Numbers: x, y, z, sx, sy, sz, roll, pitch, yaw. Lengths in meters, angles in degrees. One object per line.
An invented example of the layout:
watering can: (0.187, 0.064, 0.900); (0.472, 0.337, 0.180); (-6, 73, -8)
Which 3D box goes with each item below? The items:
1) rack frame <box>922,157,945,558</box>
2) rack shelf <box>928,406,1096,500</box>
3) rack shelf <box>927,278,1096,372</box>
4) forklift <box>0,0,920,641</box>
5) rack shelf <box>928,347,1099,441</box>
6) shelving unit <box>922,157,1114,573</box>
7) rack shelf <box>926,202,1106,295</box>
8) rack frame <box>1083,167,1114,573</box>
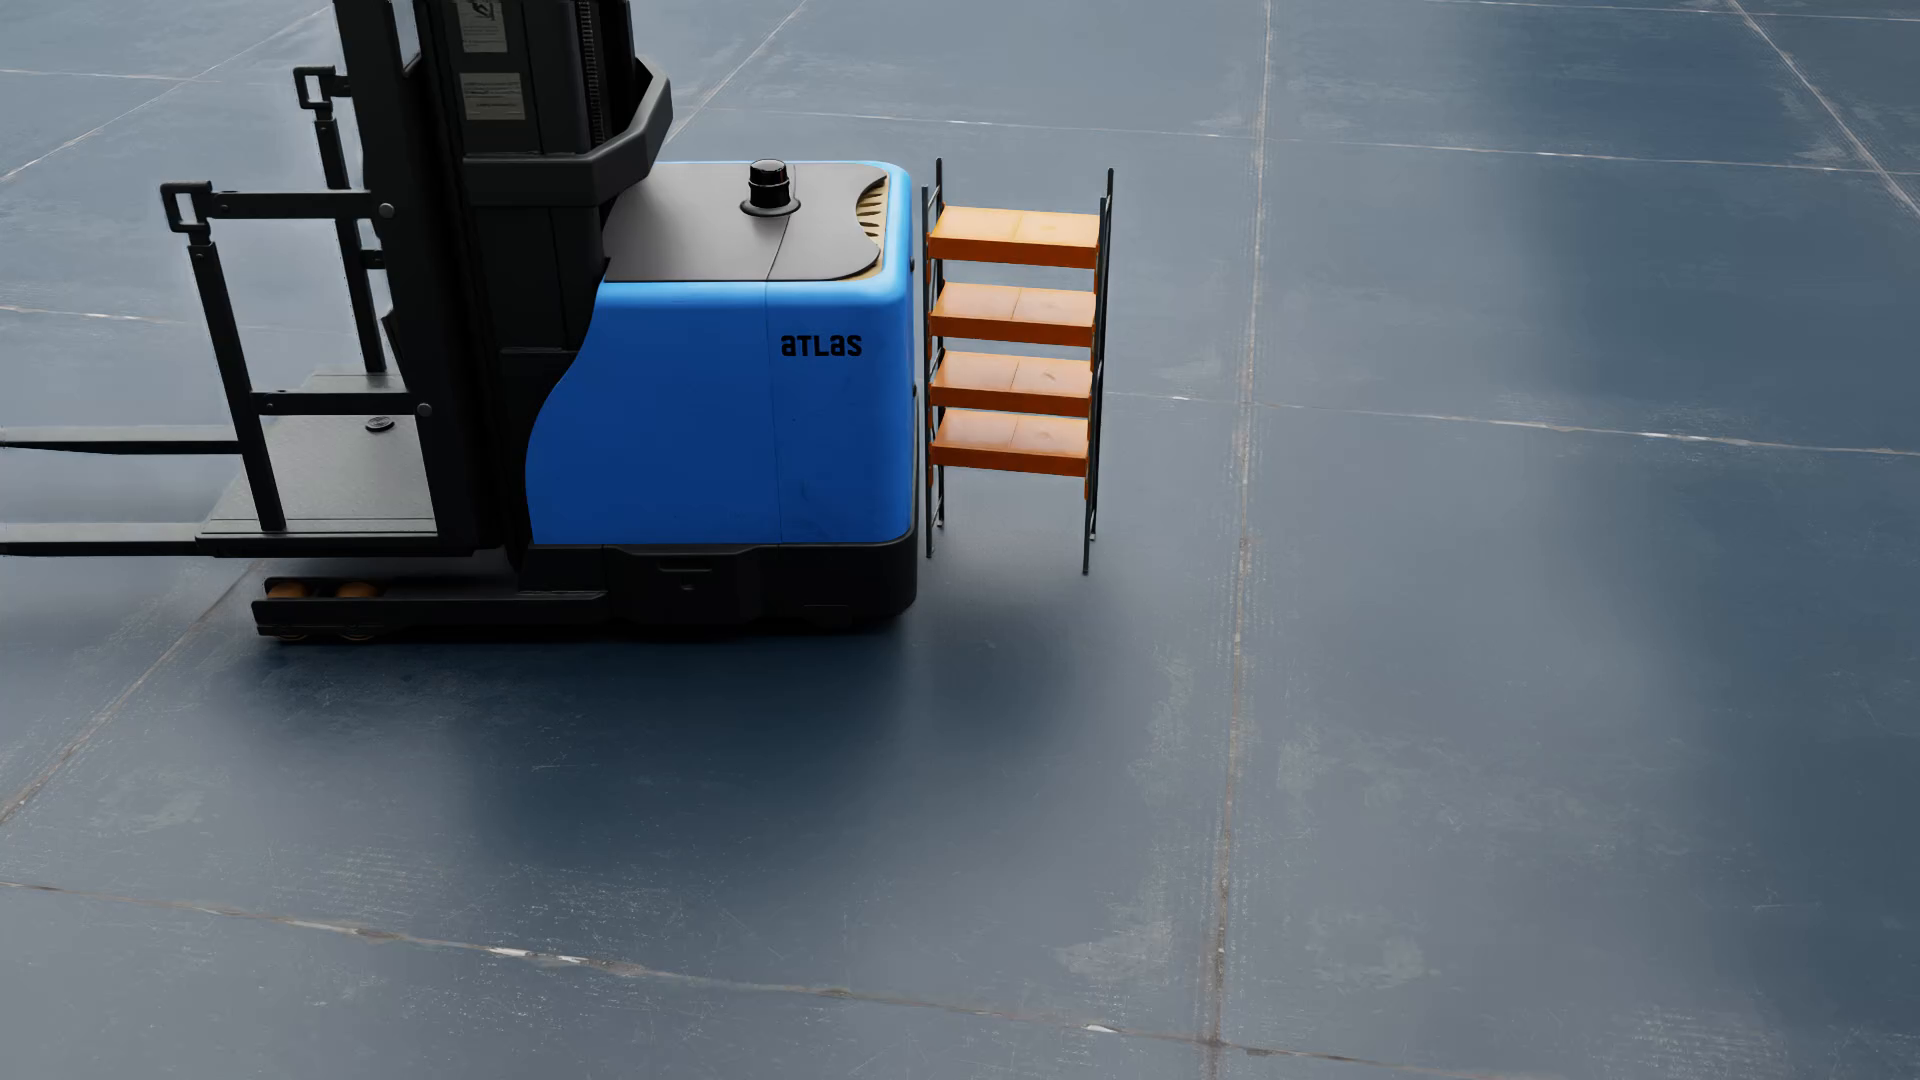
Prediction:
rack frame: (-0.077, -0.516, 4.943); (0.015, 1.200, 0.240); (5, 32, 8)
rack shelf: (0.163, -0.268, 5.049); (0.480, 0.148, 0.258); (5, 32, 8)
rack shelf: (0.163, -0.626, 4.825); (0.480, 0.148, 0.258); (5, 32, 8)
forklift: (-1.647, -1.234, 4.460); (3.031, 2.935, 1.130); (0, 32, 0)
rack shelf: (0.163, -0.437, 4.944); (0.480, 0.148, 0.258); (5, 32, 8)
shelving unit: (0.163, -0.494, 4.908); (0.503, 1.200, 0.258); (5, 32, 8)
rack shelf: (0.163, -0.827, 4.700); (0.480, 0.148, 0.258); (5, 32, 8)
rack frame: (0.404, -0.472, 4.873); (0.015, 1.200, 0.240); (5, 32, 8)
